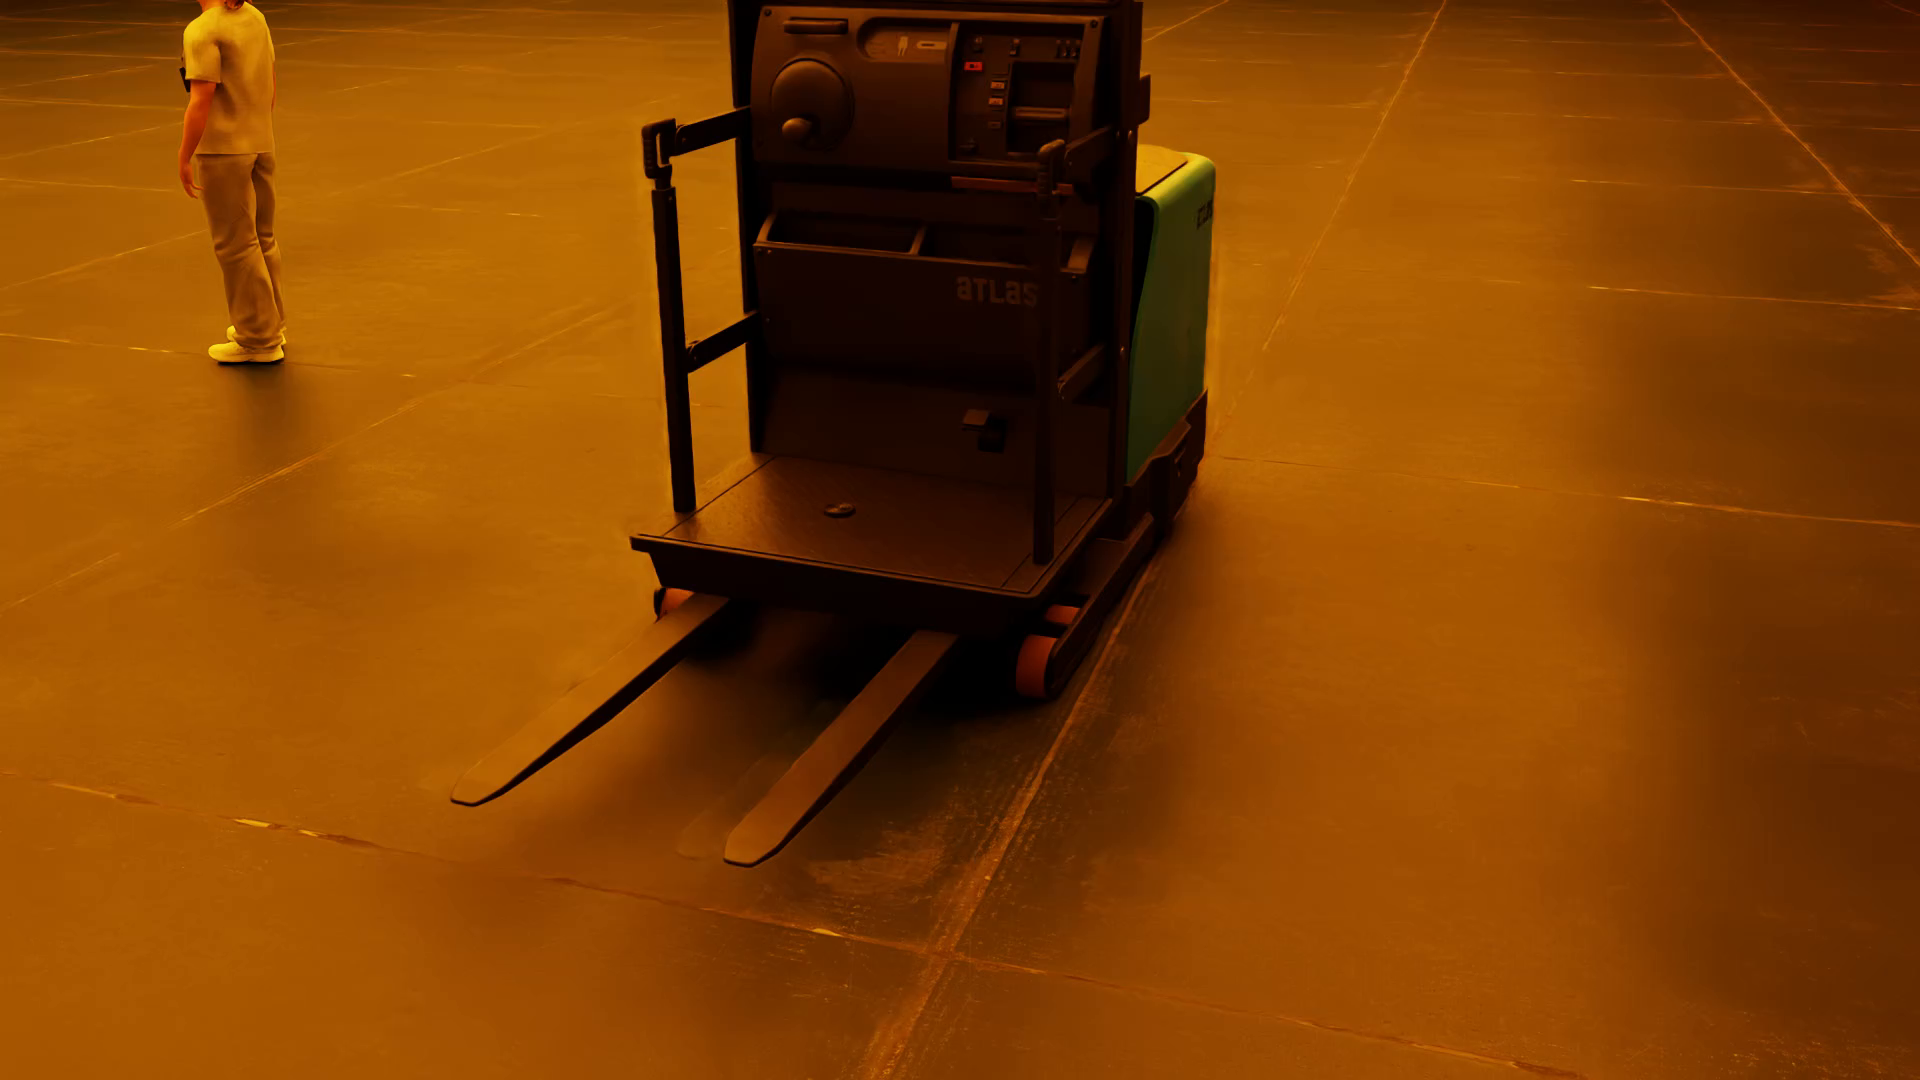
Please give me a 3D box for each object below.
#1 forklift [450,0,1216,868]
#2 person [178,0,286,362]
[{"bbox_3d":[-0.168,-1.131,4.020,1.130,2.935,3.031,8,24,19],"label":"forklift"},{"bbox_3d":[-2.943,-1.529,6.610,0.548,1.673,0.550,5,23,11],"label":"person"}]
